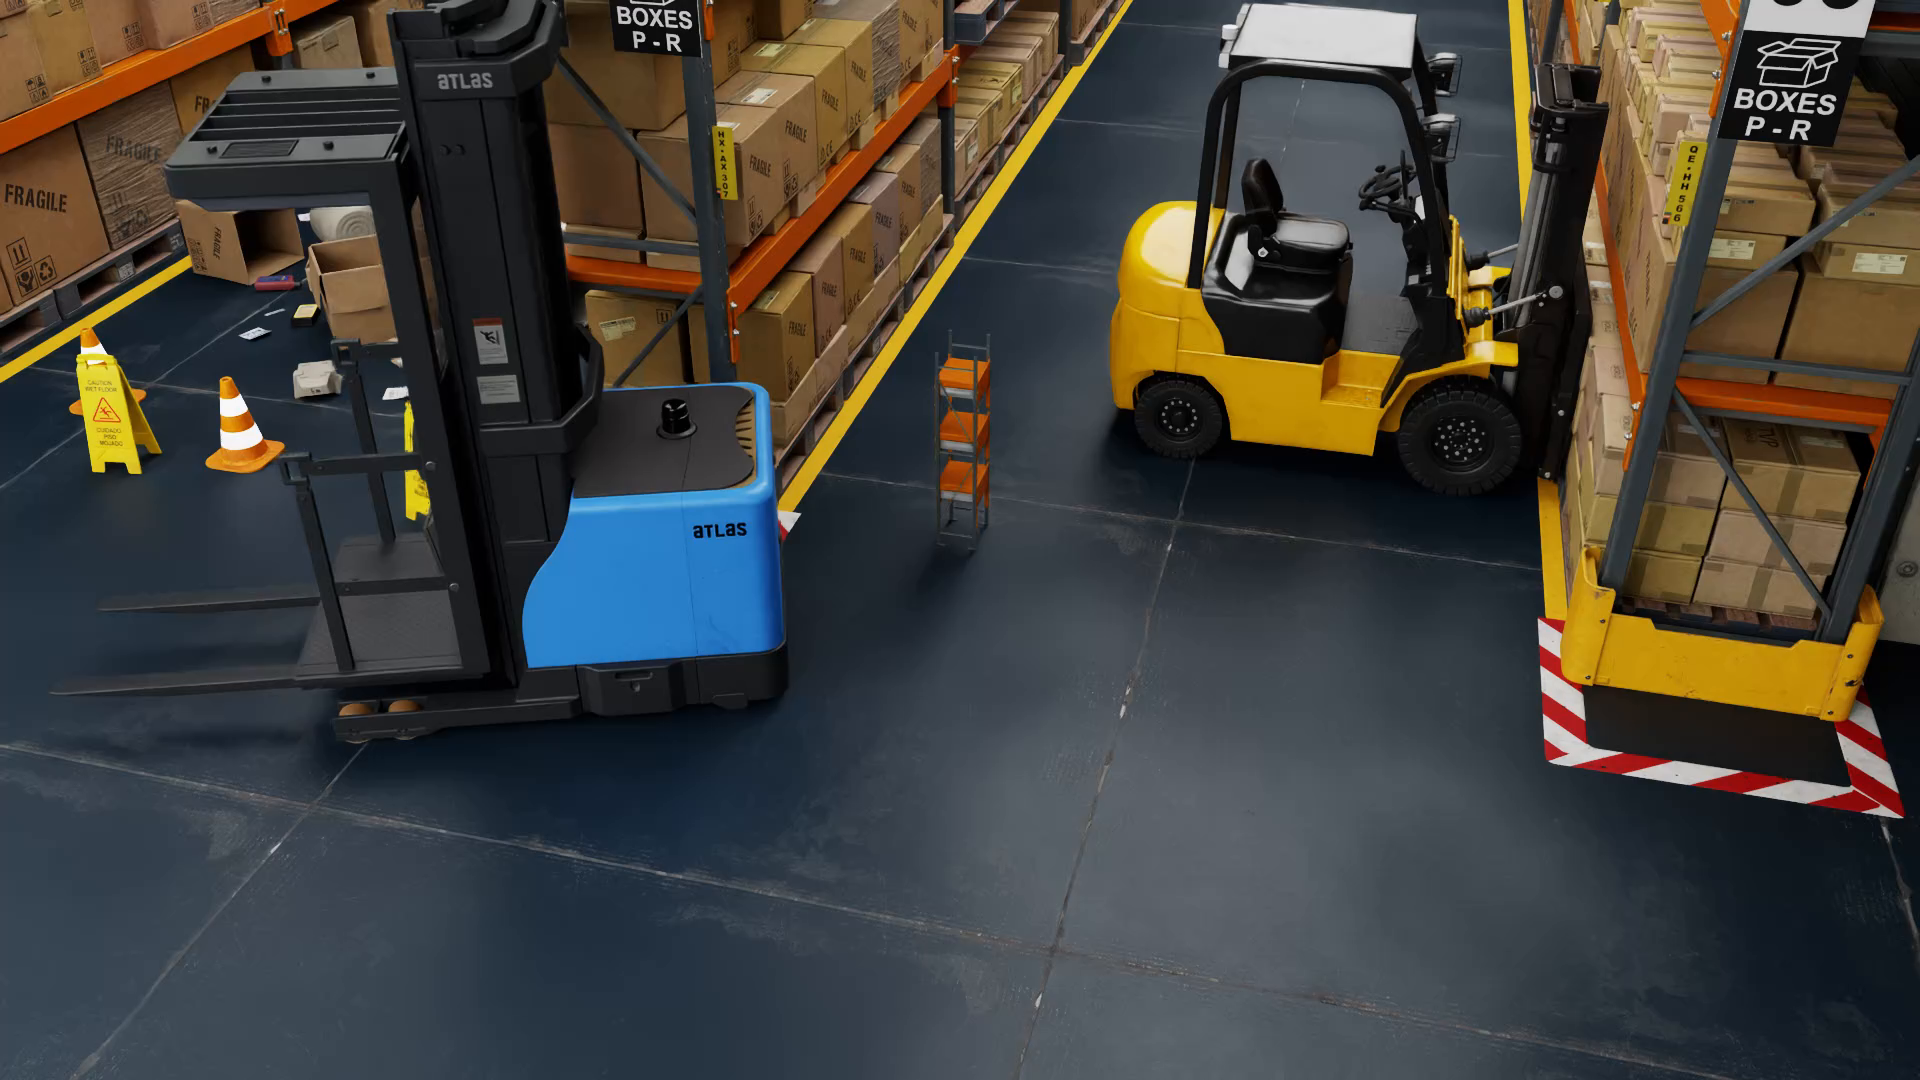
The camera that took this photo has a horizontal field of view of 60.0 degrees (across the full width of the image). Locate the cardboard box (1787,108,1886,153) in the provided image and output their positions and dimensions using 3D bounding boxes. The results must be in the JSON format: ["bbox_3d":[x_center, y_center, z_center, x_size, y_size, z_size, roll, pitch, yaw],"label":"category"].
[{"bbox_3d":[3.817,-1.793,7.300,0.380,0.149,0.250,9,34,14],"label":"cardboard box"}]

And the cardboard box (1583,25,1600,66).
[{"bbox_3d":[4.143,-2.980,10.281,0.500,0.250,0.500,9,33,13],"label":"cardboard box"}]

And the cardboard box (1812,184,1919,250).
[{"bbox_3d":[3.545,-1.257,6.456,0.380,0.149,0.250,7,33,11],"label":"cardboard box"}]

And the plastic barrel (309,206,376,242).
[{"bbox_3d":[-4.151,-2.156,11.247,0.421,0.421,0.512,-21,38,-29],"label":"plastic barrel"}]

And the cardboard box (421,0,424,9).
[{"bbox_3d":[-4.792,-4.587,14.375,1.050,0.750,0.750,9,33,13],"label":"cardboard box"}]

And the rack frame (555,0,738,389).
[{"bbox_3d":[-1.549,-1.344,7.568,1.000,3.000,0.127,8,33,12],"label":"rack frame"}]

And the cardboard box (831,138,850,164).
[{"bbox_3d":[-0.820,-2.188,9.130,0.380,0.149,0.250,7,33,11],"label":"cardboard box"}]

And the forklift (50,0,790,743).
[{"bbox_3d":[-2.285,-0.691,6.606,3.031,2.935,1.130,-4,33,-6],"label":"forklift"}]

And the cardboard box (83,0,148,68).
[{"bbox_3d":[-5.798,-3.359,10.597,0.875,0.550,0.550,8,33,12],"label":"cardboard box"}]

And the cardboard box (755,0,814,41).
[{"bbox_3d":[-1.204,-3.009,8.884,0.700,0.500,0.500,8,33,12],"label":"cardboard box"}]

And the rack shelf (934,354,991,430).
[{"bbox_3d":[0.014,-0.701,7.865,0.215,0.259,0.240,8,33,12],"label":"rack shelf"}]

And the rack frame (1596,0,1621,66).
[{"bbox_3d":[4.268,-2.746,9.773,1.000,3.000,0.127,8,33,12],"label":"rack frame"}]

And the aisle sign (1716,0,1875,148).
[{"bbox_3d":[2.953,-1.773,5.820,0.394,0.787,0.004,8,33,12],"label":"aisle sign"}]

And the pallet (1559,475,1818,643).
[{"bbox_3d":[3.407,0.104,7.889,1.003,0.211,1.213,8,33,12],"label":"pallet"}]

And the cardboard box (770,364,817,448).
[{"bbox_3d":[-1.077,-0.742,8.792,0.500,0.250,0.500,8,33,12],"label":"cardboard box"}]

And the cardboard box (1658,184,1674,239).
[{"bbox_3d":[3.106,-1.341,6.865,0.380,0.149,0.250,9,33,13],"label":"cardboard box"}]

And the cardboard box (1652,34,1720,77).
[{"bbox_3d":[3.650,-2.383,8.227,0.380,0.149,0.250,8,33,12],"label":"cardboard box"}]

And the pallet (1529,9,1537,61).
[{"bbox_3d":[5.821,-4.658,15.381,1.003,0.211,1.213,8,33,12],"label":"pallet"}]

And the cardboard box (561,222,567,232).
[{"bbox_3d":[-2.816,-2.135,11.361,0.258,0.266,0.396,-14,35,-21],"label":"cardboard box"}]

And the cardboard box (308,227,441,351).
[{"bbox_3d":[-3.552,-1.547,10.214,0.797,0.503,0.637,-14,35,-21],"label":"cardboard box"}]

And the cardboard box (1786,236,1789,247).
[{"bbox_3d":[3.758,-1.205,7.256,0.500,0.500,0.500,9,34,14],"label":"cardboard box"}]

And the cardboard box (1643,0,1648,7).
[{"bbox_3d":[3.939,-2.912,9.059,0.380,0.149,0.250,9,33,13],"label":"cardboard box"}]

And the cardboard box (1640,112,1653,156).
[{"bbox_3d":[3.372,-1.873,7.703,0.380,0.149,0.250,8,33,13],"label":"cardboard box"}]

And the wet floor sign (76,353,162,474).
[{"bbox_3d":[-4.455,-0.687,8.730,0.267,0.644,0.232,3,33,4],"label":"wet floor sign"}]

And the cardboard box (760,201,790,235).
[{"bbox_3d":[-1.066,-1.646,8.277,0.380,0.149,0.250,7,33,11],"label":"cardboard box"}]

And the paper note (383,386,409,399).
[{"bbox_3d":[-3.234,-0.853,9.563,0.148,0.019,0.142,-3,33,-4],"label":"paper note"}]

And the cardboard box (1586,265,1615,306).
[{"bbox_3d":[3.447,-1.181,8.552,0.500,0.250,0.500,7,33,11],"label":"cardboard box"}]

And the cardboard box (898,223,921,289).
[{"bbox_3d":[-0.549,-1.815,10.481,0.500,0.250,0.500,7,33,11],"label":"cardboard box"}]

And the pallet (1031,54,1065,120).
[{"bbox_3d":[0.282,-3.913,14.209,1.003,0.211,1.213,8,33,12],"label":"pallet"}]

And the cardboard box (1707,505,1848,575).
[{"bbox_3d":[3.574,-0.114,7.338,0.500,0.250,0.500,9,33,13],"label":"cardboard box"}]

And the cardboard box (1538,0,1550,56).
[{"bbox_3d":[5.320,-4.451,14.394,0.500,0.500,0.500,8,33,12],"label":"cardboard box"}]

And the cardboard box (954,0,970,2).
[{"bbox_3d":[-0.088,-3.735,11.171,0.380,0.149,0.250,8,33,13],"label":"cardboard box"}]

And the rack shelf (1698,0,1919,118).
[{"bbox_3d":[3.761,-2.670,7.529,1.077,0.370,4.000,8,33,12],"label":"rack shelf"}]

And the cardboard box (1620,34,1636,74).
[{"bbox_3d":[3.695,-2.541,8.753,0.380,0.149,0.250,9,33,13],"label":"cardboard box"}]

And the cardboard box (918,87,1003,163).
[{"bbox_3d":[-0.224,-3.134,12.442,0.950,0.372,0.625,10,34,15],"label":"cardboard box"}]

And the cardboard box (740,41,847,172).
[{"bbox_3d":[-0.904,-2.254,8.628,0.500,0.500,0.500,7,33,11],"label":"cardboard box"}]

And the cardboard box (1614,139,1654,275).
[{"bbox_3d":[3.395,-1.537,7.779,0.500,0.500,0.500,7,33,11],"label":"cardboard box"}]

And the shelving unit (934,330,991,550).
[{"bbox_3d":[0.014,-0.471,8.012,0.215,1.050,0.252,8,33,12],"label":"shelving unit"}]

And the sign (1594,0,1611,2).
[{"bbox_3d":[3.741,-3.270,9.592,0.100,0.325,0.005,8,33,12],"label":"sign"}]

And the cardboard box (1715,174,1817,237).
[{"bbox_3d":[3.140,-1.326,6.565,0.380,0.149,0.250,8,33,12],"label":"cardboard box"}]

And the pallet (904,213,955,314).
[{"bbox_3d":[-0.670,-1.890,11.026,1.003,0.211,1.213,8,33,12],"label":"pallet"}]

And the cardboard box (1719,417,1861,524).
[{"bbox_3d":[3.558,-0.333,7.217,0.500,0.250,0.500,8,33,12],"label":"cardboard box"}]

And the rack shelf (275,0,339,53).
[{"bbox_3d":[-4.840,-4.775,13.636,1.077,0.370,4.000,8,33,12],"label":"rack shelf"}]

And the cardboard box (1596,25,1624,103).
[{"bbox_3d":[3.903,-2.593,9.440,0.500,0.500,0.500,7,33,11],"label":"cardboard box"}]

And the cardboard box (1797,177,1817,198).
[{"bbox_3d":[3.662,-1.394,6.949,0.380,0.149,0.250,7,33,12],"label":"cardboard box"}]

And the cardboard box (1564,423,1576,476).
[{"bbox_3d":[3.338,-0.489,8.395,0.500,0.250,0.500,8,33,13],"label":"cardboard box"}]

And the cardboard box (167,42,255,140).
[{"bbox_3d":[-5.575,-3.005,11.770,0.875,0.875,0.875,9,33,13],"label":"cardboard box"}]

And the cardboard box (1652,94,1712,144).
[{"bbox_3d":[3.307,-1.867,7.416,0.380,0.149,0.250,9,33,14],"label":"cardboard box"}]

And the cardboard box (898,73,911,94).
[{"bbox_3d":[-0.519,-2.850,10.172,0.380,0.149,0.250,8,33,13],"label":"cardboard box"}]

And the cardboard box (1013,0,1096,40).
[{"bbox_3d":[0.737,-5.123,15.102,0.875,0.875,0.875,8,33,12],"label":"cardboard box"}]

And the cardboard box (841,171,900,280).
[{"bbox_3d":[-0.680,-1.880,9.884,0.500,0.500,0.500,10,34,15],"label":"cardboard box"}]

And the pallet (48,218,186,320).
[{"bbox_3d":[-5.924,-1.845,10.956,1.003,0.211,1.213,8,33,12],"label":"pallet"}]

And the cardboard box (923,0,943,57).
[{"bbox_3d":[-0.406,-3.323,10.311,0.500,0.500,0.500,7,33,11],"label":"cardboard box"}]
